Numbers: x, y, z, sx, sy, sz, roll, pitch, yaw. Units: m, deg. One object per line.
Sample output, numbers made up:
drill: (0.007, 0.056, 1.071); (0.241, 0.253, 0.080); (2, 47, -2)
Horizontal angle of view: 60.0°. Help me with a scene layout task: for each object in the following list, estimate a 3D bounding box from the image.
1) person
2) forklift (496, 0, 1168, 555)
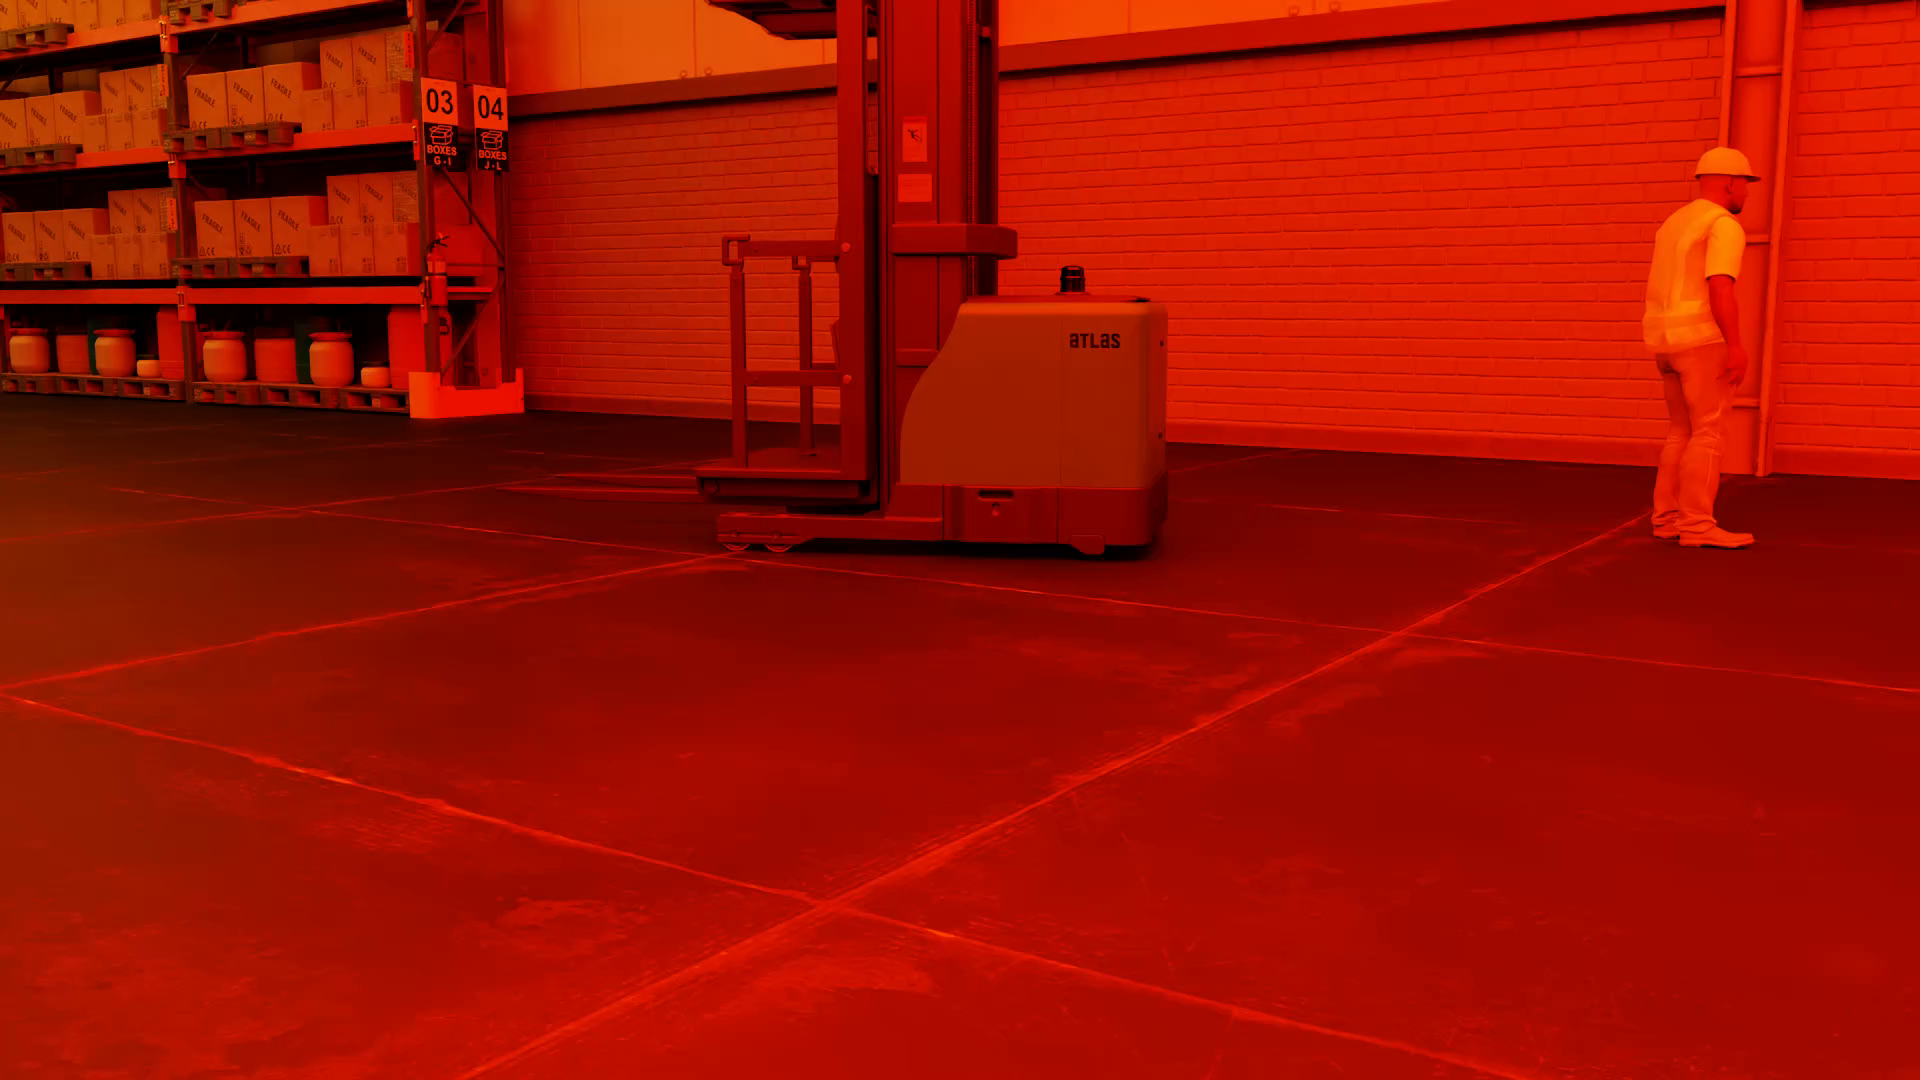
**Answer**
person: (3.332, -0.868, 7.474); (0.460, 1.759, 0.634); (0, 8, -1)
forklift: (-0.596, -1.469, 7.520); (3.031, 2.935, 1.130); (2, 8, 12)
